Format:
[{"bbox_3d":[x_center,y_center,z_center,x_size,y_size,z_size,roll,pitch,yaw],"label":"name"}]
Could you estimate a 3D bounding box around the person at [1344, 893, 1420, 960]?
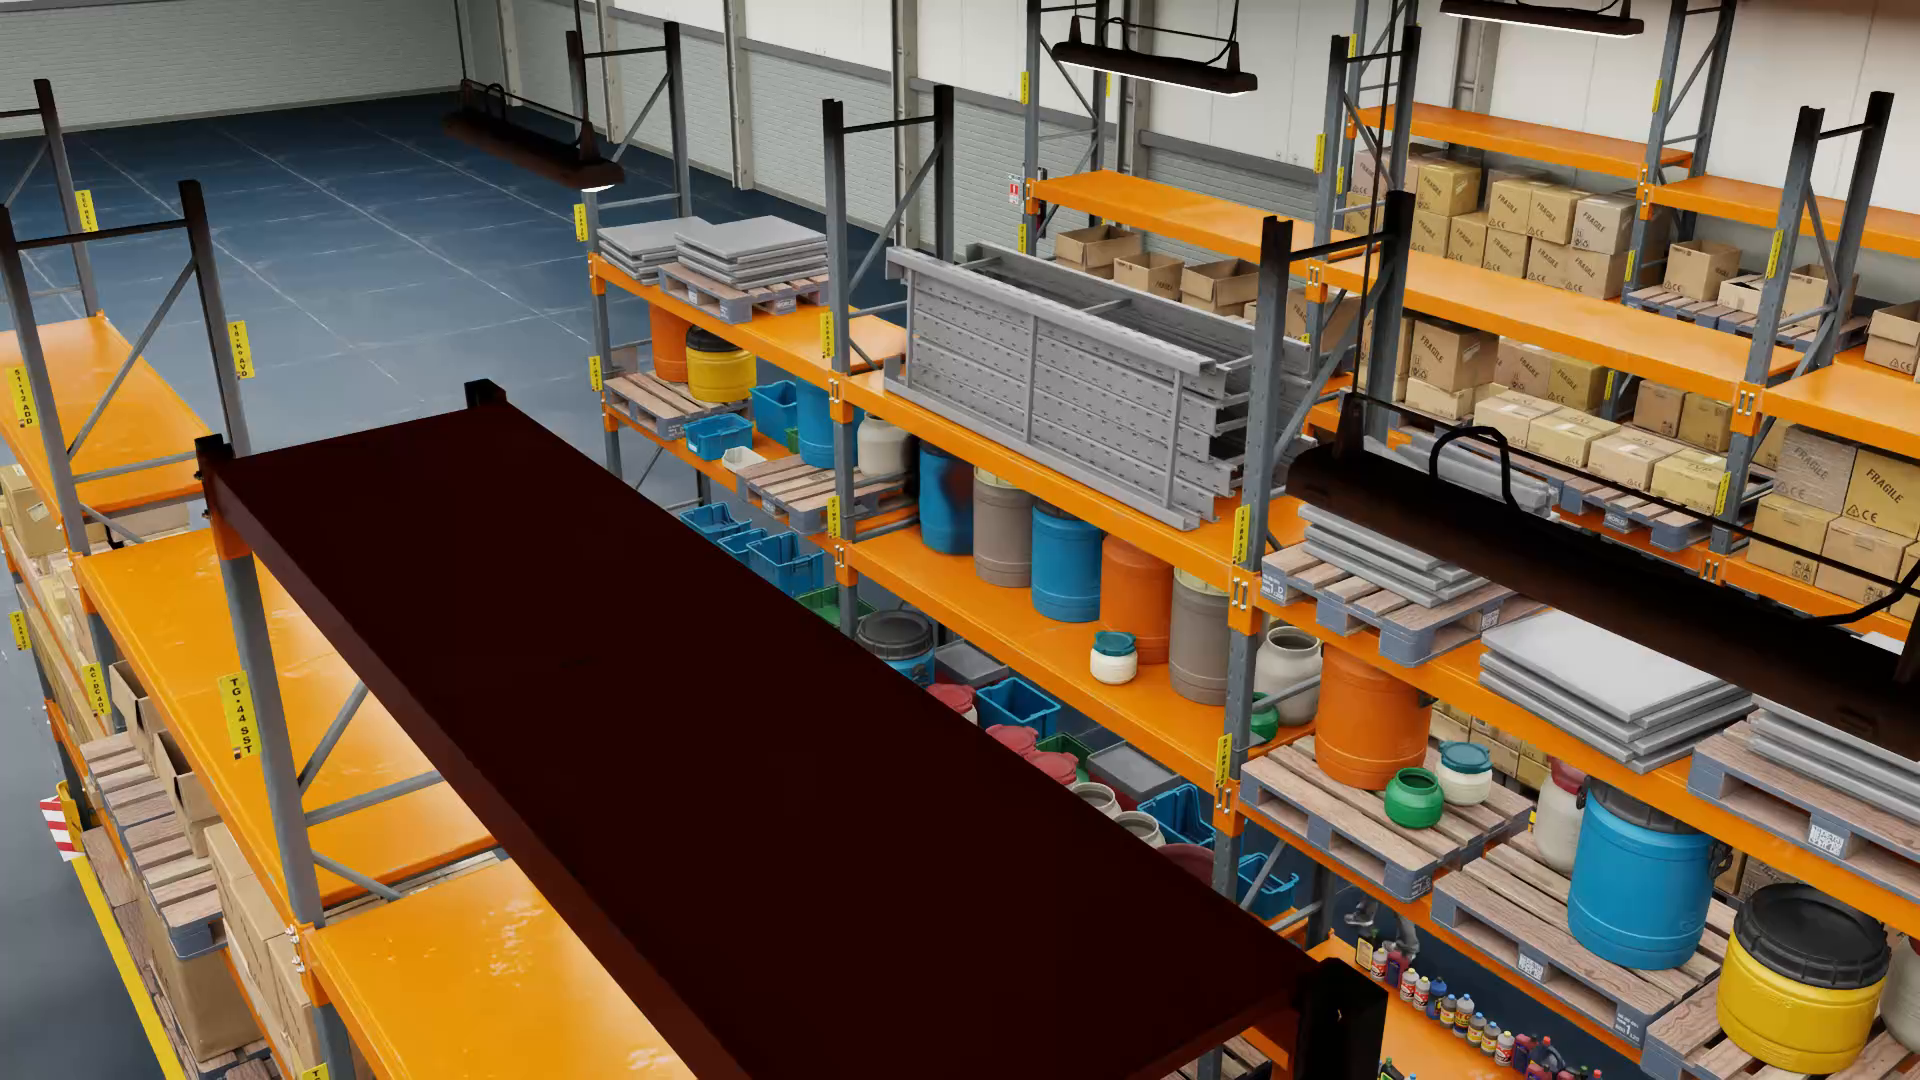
[{"bbox_3d":[3.120,2.302,12.114,0.496,1.612,0.696,-23,33,-40],"label":"person"}]
